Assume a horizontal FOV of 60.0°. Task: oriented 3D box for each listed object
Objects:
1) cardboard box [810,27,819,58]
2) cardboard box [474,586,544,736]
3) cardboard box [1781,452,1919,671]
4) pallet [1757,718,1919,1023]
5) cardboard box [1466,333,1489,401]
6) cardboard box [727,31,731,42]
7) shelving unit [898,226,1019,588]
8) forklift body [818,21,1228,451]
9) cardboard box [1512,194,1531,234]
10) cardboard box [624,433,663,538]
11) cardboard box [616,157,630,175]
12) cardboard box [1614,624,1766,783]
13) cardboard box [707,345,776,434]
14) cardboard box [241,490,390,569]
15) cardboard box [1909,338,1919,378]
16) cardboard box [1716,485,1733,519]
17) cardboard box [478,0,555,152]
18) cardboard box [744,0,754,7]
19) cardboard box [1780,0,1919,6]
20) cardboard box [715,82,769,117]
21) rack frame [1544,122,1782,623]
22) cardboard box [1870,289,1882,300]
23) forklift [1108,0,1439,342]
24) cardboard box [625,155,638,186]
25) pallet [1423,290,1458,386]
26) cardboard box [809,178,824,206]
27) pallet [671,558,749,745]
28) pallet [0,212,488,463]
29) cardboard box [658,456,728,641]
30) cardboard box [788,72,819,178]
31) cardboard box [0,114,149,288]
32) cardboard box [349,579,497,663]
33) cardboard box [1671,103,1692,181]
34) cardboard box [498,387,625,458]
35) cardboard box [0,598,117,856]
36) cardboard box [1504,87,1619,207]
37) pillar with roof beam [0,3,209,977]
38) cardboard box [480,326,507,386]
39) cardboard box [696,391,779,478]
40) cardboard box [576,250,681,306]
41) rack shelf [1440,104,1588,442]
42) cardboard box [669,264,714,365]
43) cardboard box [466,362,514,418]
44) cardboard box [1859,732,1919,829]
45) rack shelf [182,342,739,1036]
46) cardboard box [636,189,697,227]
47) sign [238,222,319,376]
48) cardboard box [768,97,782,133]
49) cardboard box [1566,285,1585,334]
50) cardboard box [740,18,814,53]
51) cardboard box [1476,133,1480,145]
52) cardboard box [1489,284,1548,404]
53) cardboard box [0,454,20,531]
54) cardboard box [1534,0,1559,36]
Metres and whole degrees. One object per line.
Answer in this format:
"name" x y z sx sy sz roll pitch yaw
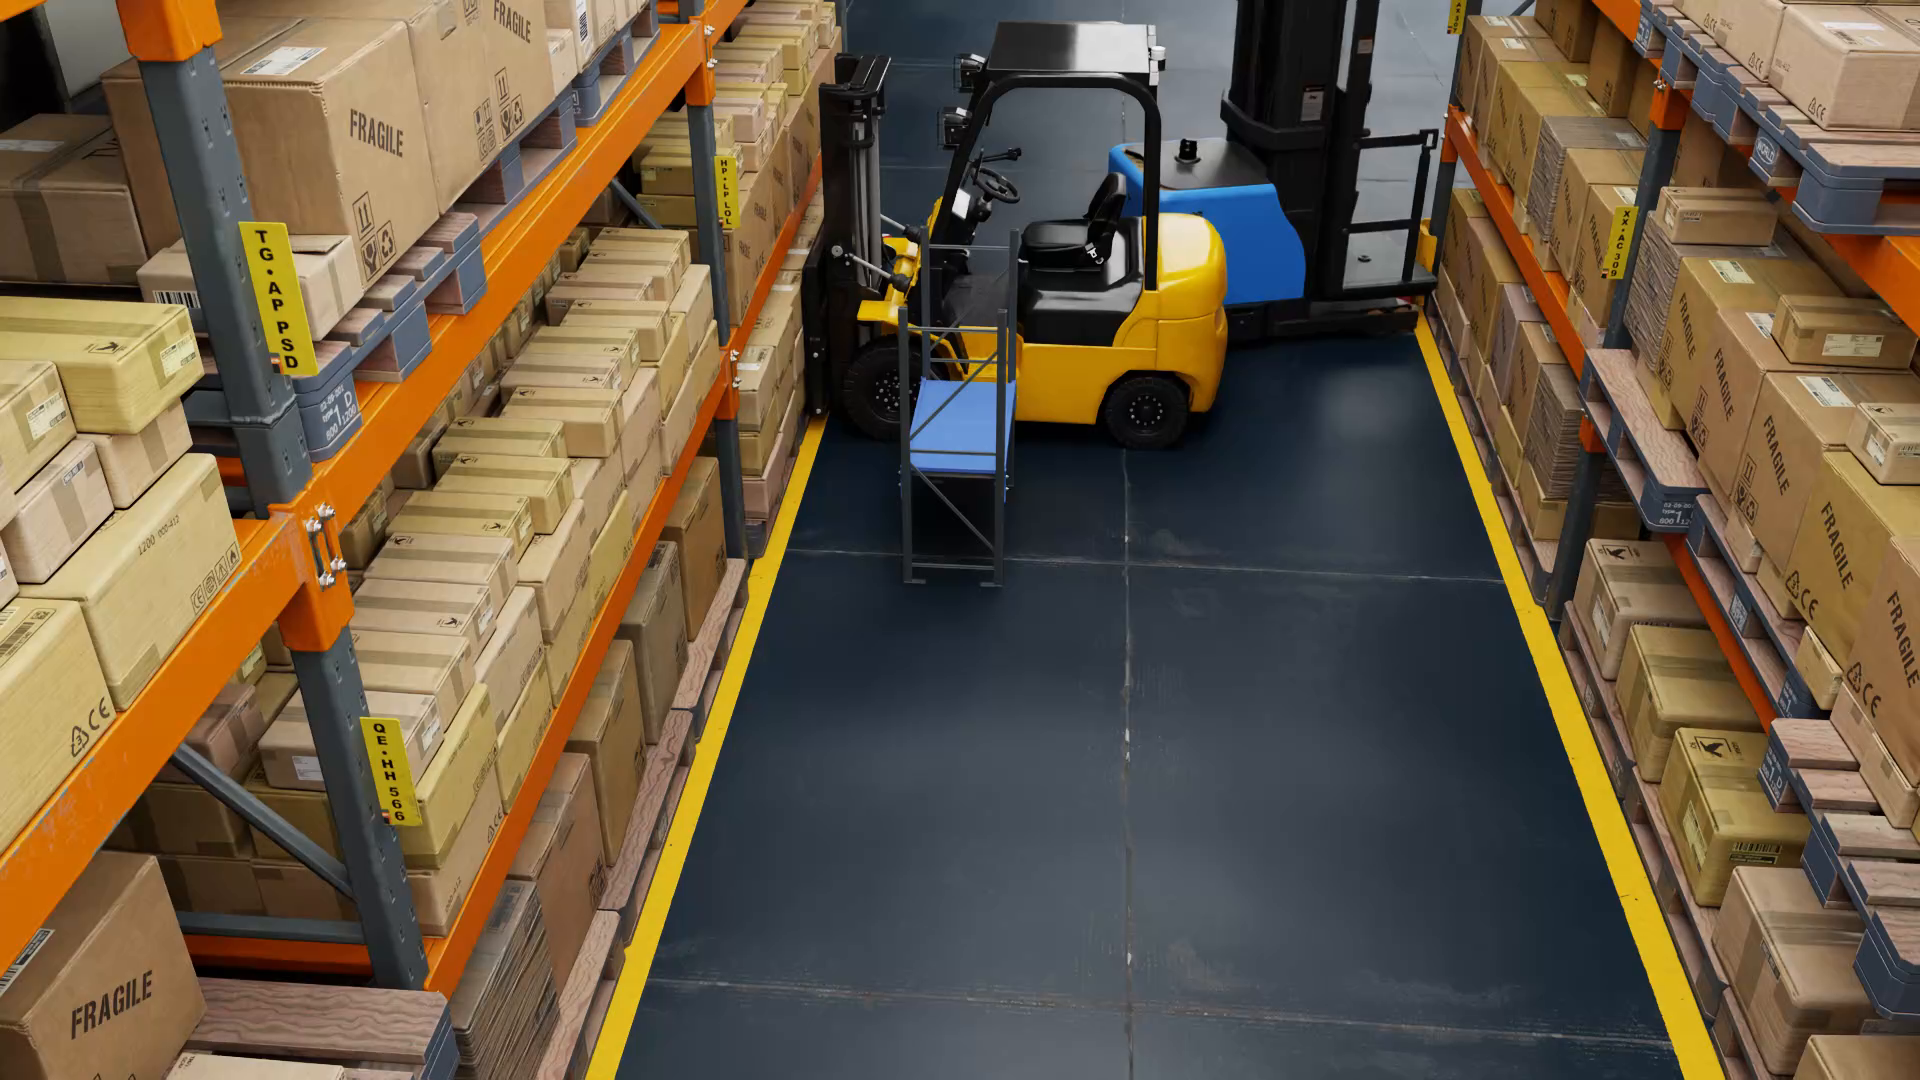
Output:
"cardboard box" -1.070 -3.045 10.118 0.380 0.149 0.250 3 32 5
"cardboard box" -1.578 0.363 4.968 0.500 0.250 0.500 3 32 6
"cardboard box" 2.879 0.073 4.993 0.500 0.500 0.500 0 32 1
"pallet" 3.000 0.910 4.597 1.213 0.211 1.003 2 32 4
"cardboard box" 3.277 -1.023 9.772 0.500 0.250 0.500 5 32 7
"cardboard box" -1.518 -3.076 10.168 0.380 0.149 0.250 2 32 3
"shelving unit" 0.007 -0.683 8.429 0.538 1.500 1.048 2 32 4
"forklift body" 0.416 -1.757 9.551 2.313 2.155 1.214 2 32 4
"cardboard box" 3.211 -1.760 8.986 0.380 0.149 0.250 3 32 4
"cardboard box" -1.460 -0.236 6.417 0.500 0.250 0.500 3 32 4
"cardboard box" -1.787 -1.851 7.897 0.380 0.149 0.250 2 32 3
"cardboard box" 3.278 0.704 6.852 0.950 0.372 0.625 4 32 7
"cardboard box" -1.222 -0.769 8.407 0.500 0.250 0.500 2 32 3
"cardboard box" -2.034 -0.041 5.244 0.380 0.149 0.250 2 32 4
"cardboard box" 3.478 -0.454 5.848 0.500 0.500 0.500 4 32 6
"cardboard box" 2.953 -0.139 5.955 0.380 0.149 0.250 3 32 4
"cardboard box" -1.515 -1.446 4.787 0.500 0.500 0.500 3 32 5
"cardboard box" -1.488 -3.466 10.519 0.380 0.149 0.250 2 32 3
"cardboard box" 2.896 -1.941 5.448 0.500 0.250 0.500 2 32 3
"cardboard box" -1.192 -2.237 8.523 0.380 0.149 0.250 2 32 3
"rack frame" 3.374 -0.886 7.328 1.000 3.000 0.127 2 32 4
"cardboard box" 3.518 -0.898 5.951 0.380 0.149 0.250 2 32 3
"forklift" 2.538 -2.852 10.584 3.031 2.935 1.130 -6 32 -10
"cardboard box" -1.788 -1.864 8.202 0.380 0.149 0.250 3 32 5
"pallet" 3.592 -1.327 10.703 1.003 0.211 1.213 2 32 4
"cardboard box" -1.010 -2.100 10.566 0.500 0.250 0.500 3 32 5
"pallet" -1.595 0.478 7.773 1.003 0.211 1.213 2 32 4
"pallet" -1.933 -0.560 4.120 1.213 0.211 1.003 4 32 6
"cardboard box" -1.605 0.010 7.739 0.875 0.625 0.625 4 32 6
"cardboard box" -1.119 -2.423 9.727 0.500 0.500 0.500 2 32 3
"cardboard box" -2.096 -0.829 4.024 0.500 0.250 0.500 2 32 4
"cardboard box" -1.564 0.248 4.775 0.380 0.149 0.250 3 32 5
"cardboard box" 3.689 -1.968 7.752 0.700 0.500 0.500 3 32 4
"cardboard box" -1.399 -0.415 5.851 0.380 0.149 0.250 2 32 3
"cardboard box" -1.739 0.324 2.649 0.500 0.250 0.500 3 32 4
"cardboard box" 3.272 -2.107 8.931 0.500 0.500 0.500 2 32 3
"pillar with roof beam" 1.599 -2.095 3.572 9.100 9.000 0.400 2 32 4
"cardboard box" -1.957 -0.708 6.326 0.380 0.149 0.250 2 32 4
"cardboard box" -1.227 -0.557 8.538 0.500 0.250 0.500 2 32 4
"cardboard box" -1.383 -1.091 6.947 0.380 0.149 0.250 2 32 3
"rack shelf" 3.537 -1.625 9.214 1.077 0.370 4.000 2 32 4
"cardboard box" -1.359 -0.977 7.143 0.500 0.250 0.500 2 32 3
"cardboard box" -1.975 -0.460 6.304 0.500 0.250 0.500 2 32 3
"cardboard box" 2.766 0.676 4.634 0.380 0.149 0.250 2 32 4
"rack shelf" -1.737 0.256 6.161 1.077 0.370 4.000 2 32 4
"cardboard box" -1.286 -1.570 7.725 0.380 0.149 0.250 2 32 3
"sign" -1.359 -0.477 3.313 0.100 0.325 0.005 2 32 4
"cardboard box" -1.153 -2.238 8.809 0.380 0.149 0.250 1 32 2
"cardboard box" 3.110 -1.091 7.900 0.380 0.149 0.250 3 32 5
"cardboard box" -1.056 -2.900 9.600 0.380 0.149 0.250 3 32 5
"cardboard box" 3.357 -2.434 10.080 0.380 0.149 0.250 1 32 2
"cardboard box" 3.234 -1.067 9.128 0.500 0.500 0.500 4 32 7
"cardboard box" -1.730 -0.047 2.588 0.380 0.149 0.250 1 32 2
"cardboard box" 3.875 -3.296 9.907 0.700 0.500 0.500 2 32 3
